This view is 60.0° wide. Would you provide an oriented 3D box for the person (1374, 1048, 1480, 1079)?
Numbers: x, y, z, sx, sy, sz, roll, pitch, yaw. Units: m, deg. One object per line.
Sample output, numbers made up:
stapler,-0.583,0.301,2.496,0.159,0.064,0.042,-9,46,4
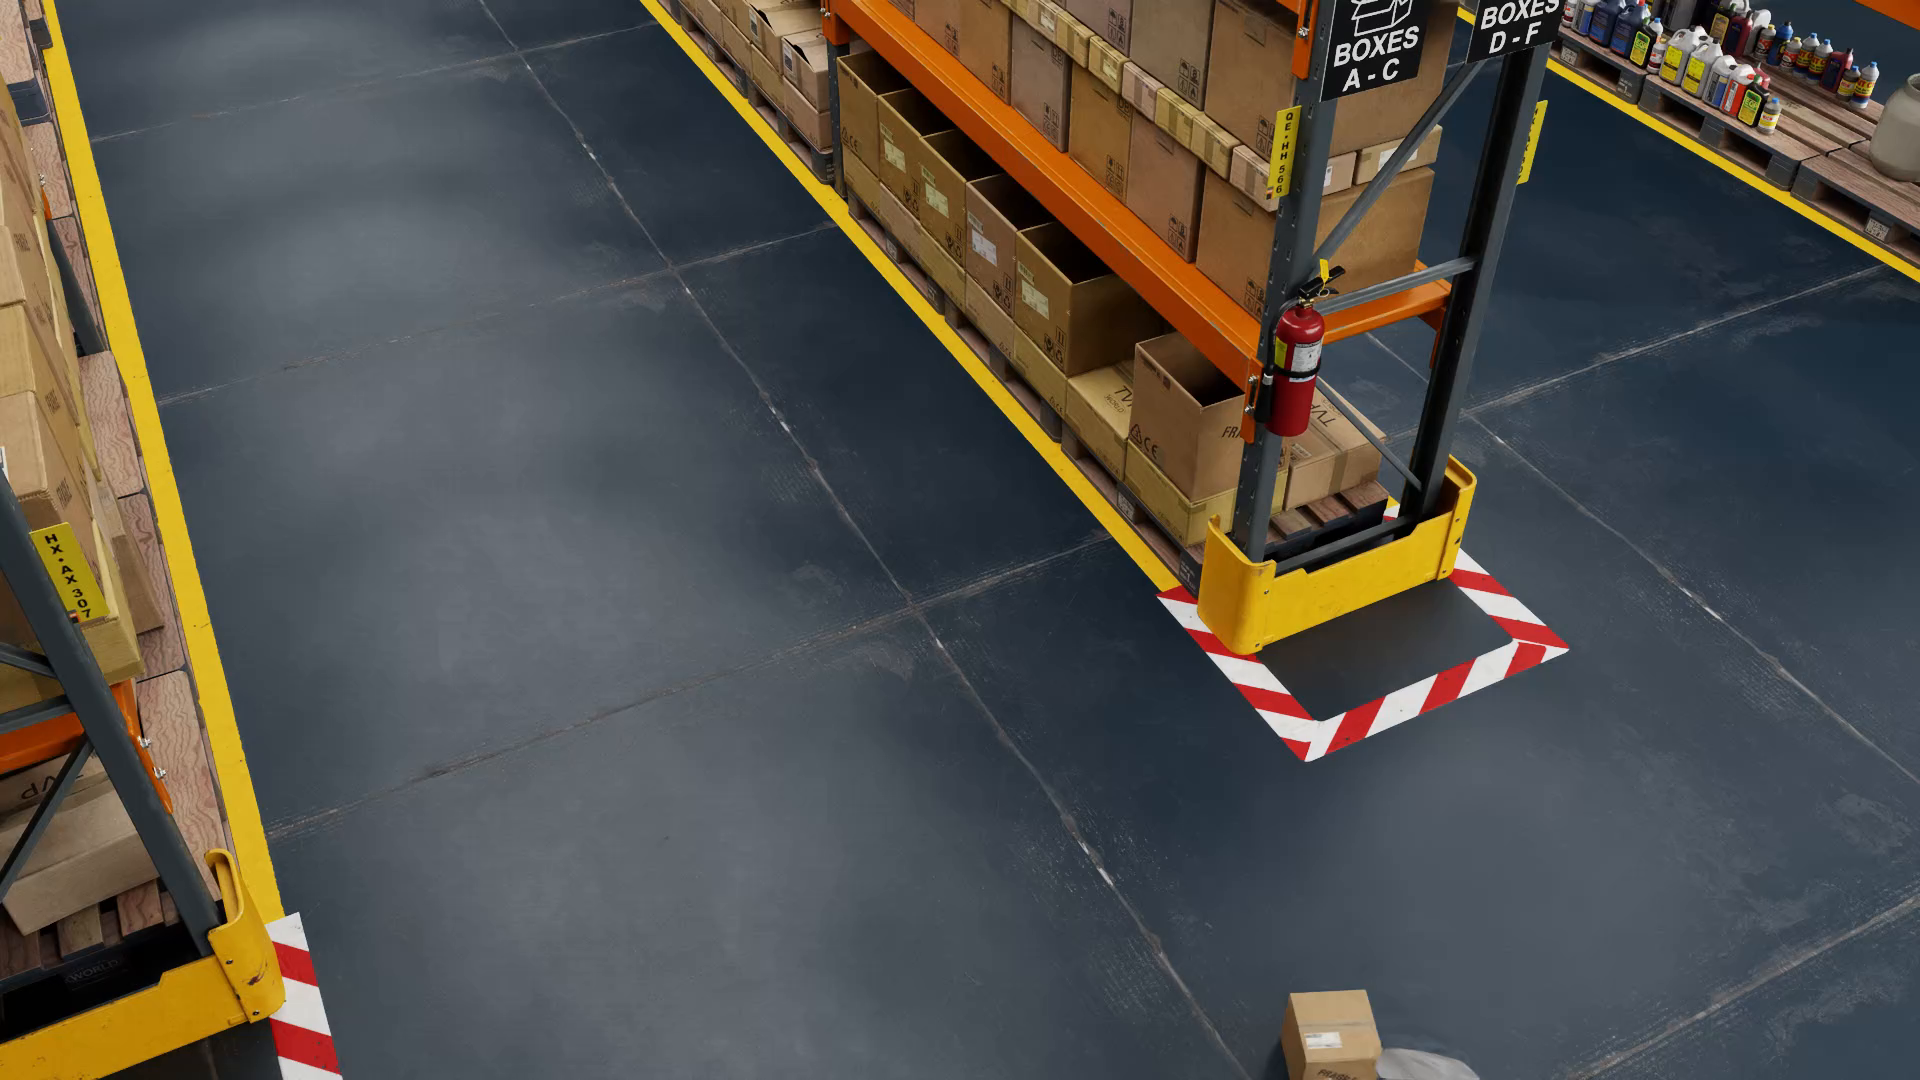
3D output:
person,1.034,1.786,4.106,0.441,1.642,0.957,-3,42,-3
